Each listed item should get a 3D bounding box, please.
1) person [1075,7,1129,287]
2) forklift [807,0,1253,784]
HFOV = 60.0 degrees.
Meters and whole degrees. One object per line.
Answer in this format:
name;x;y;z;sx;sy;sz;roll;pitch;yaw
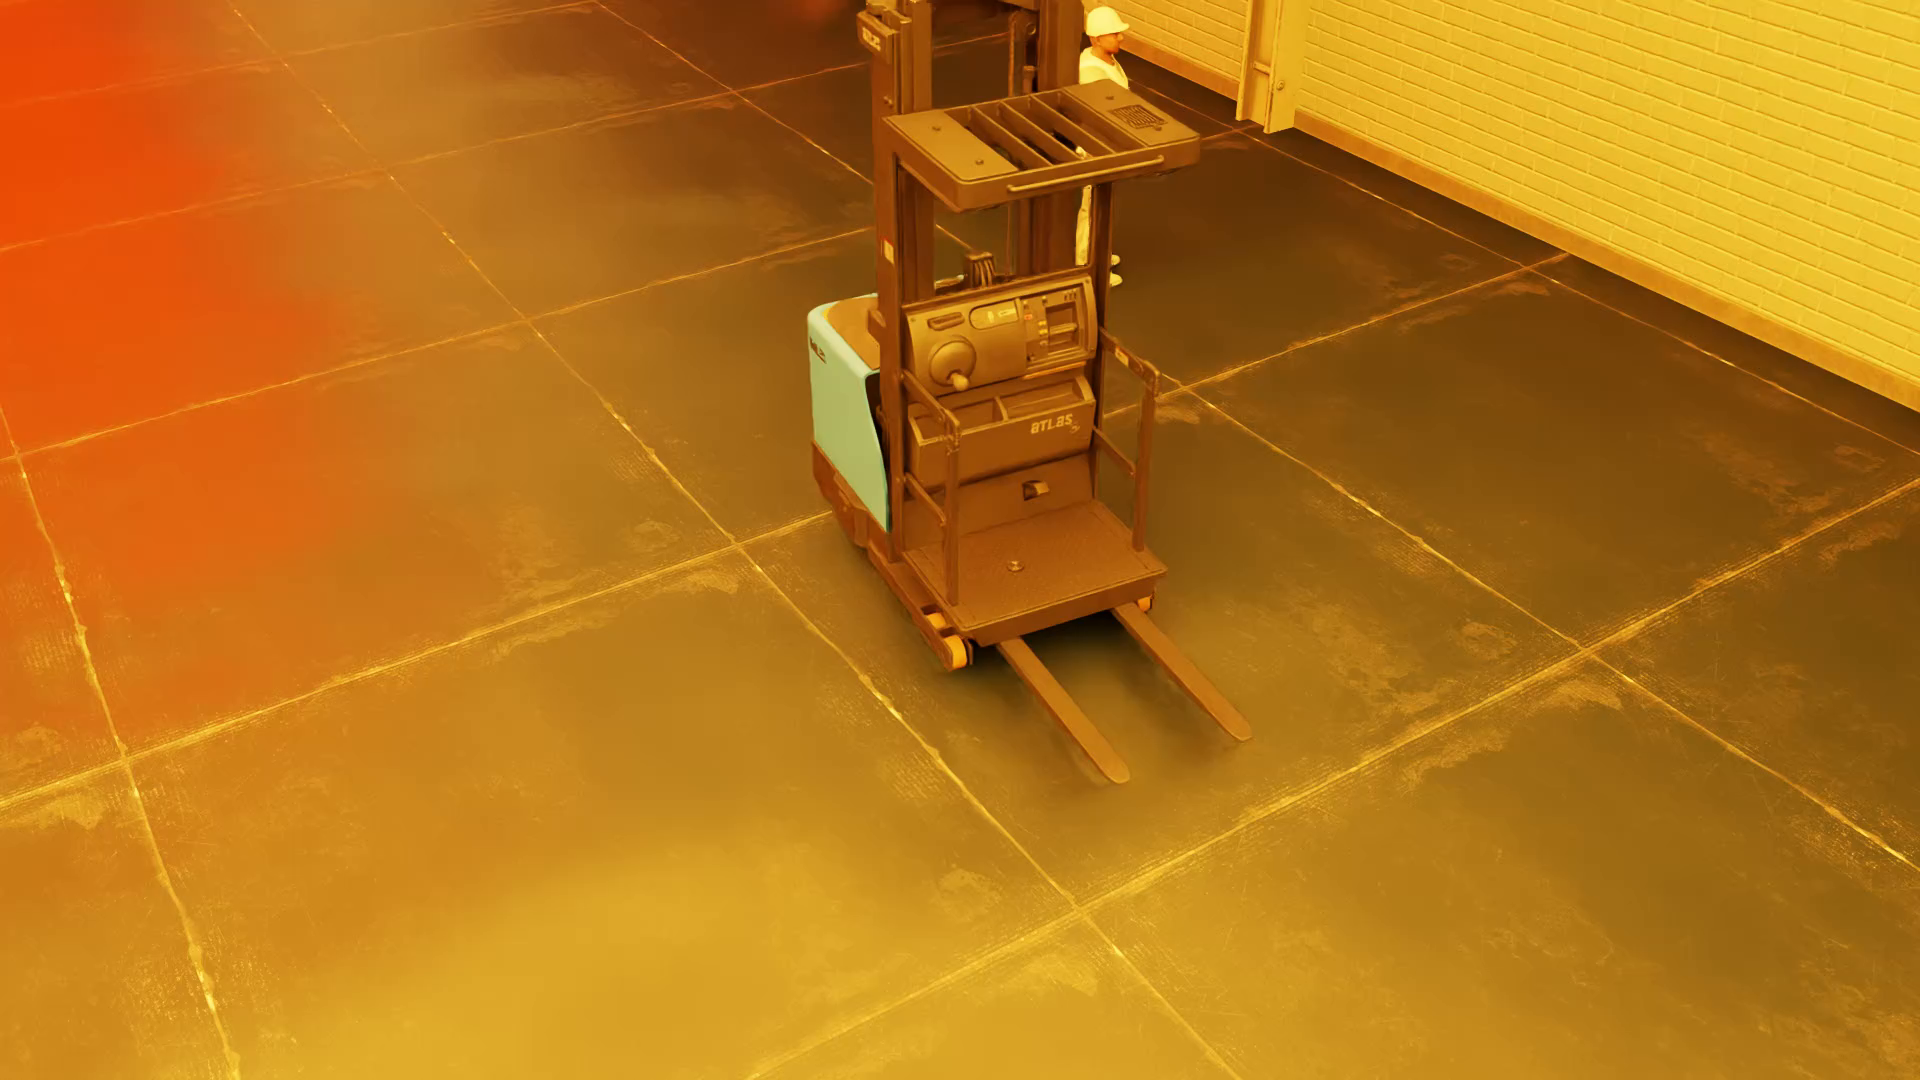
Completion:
person;0.919;-2.549;10.772;0.372;1.789;0.577;4;35;5
forklift;0.294;-0.875;7.393;1.130;2.935;3.031;-16;38;-21
